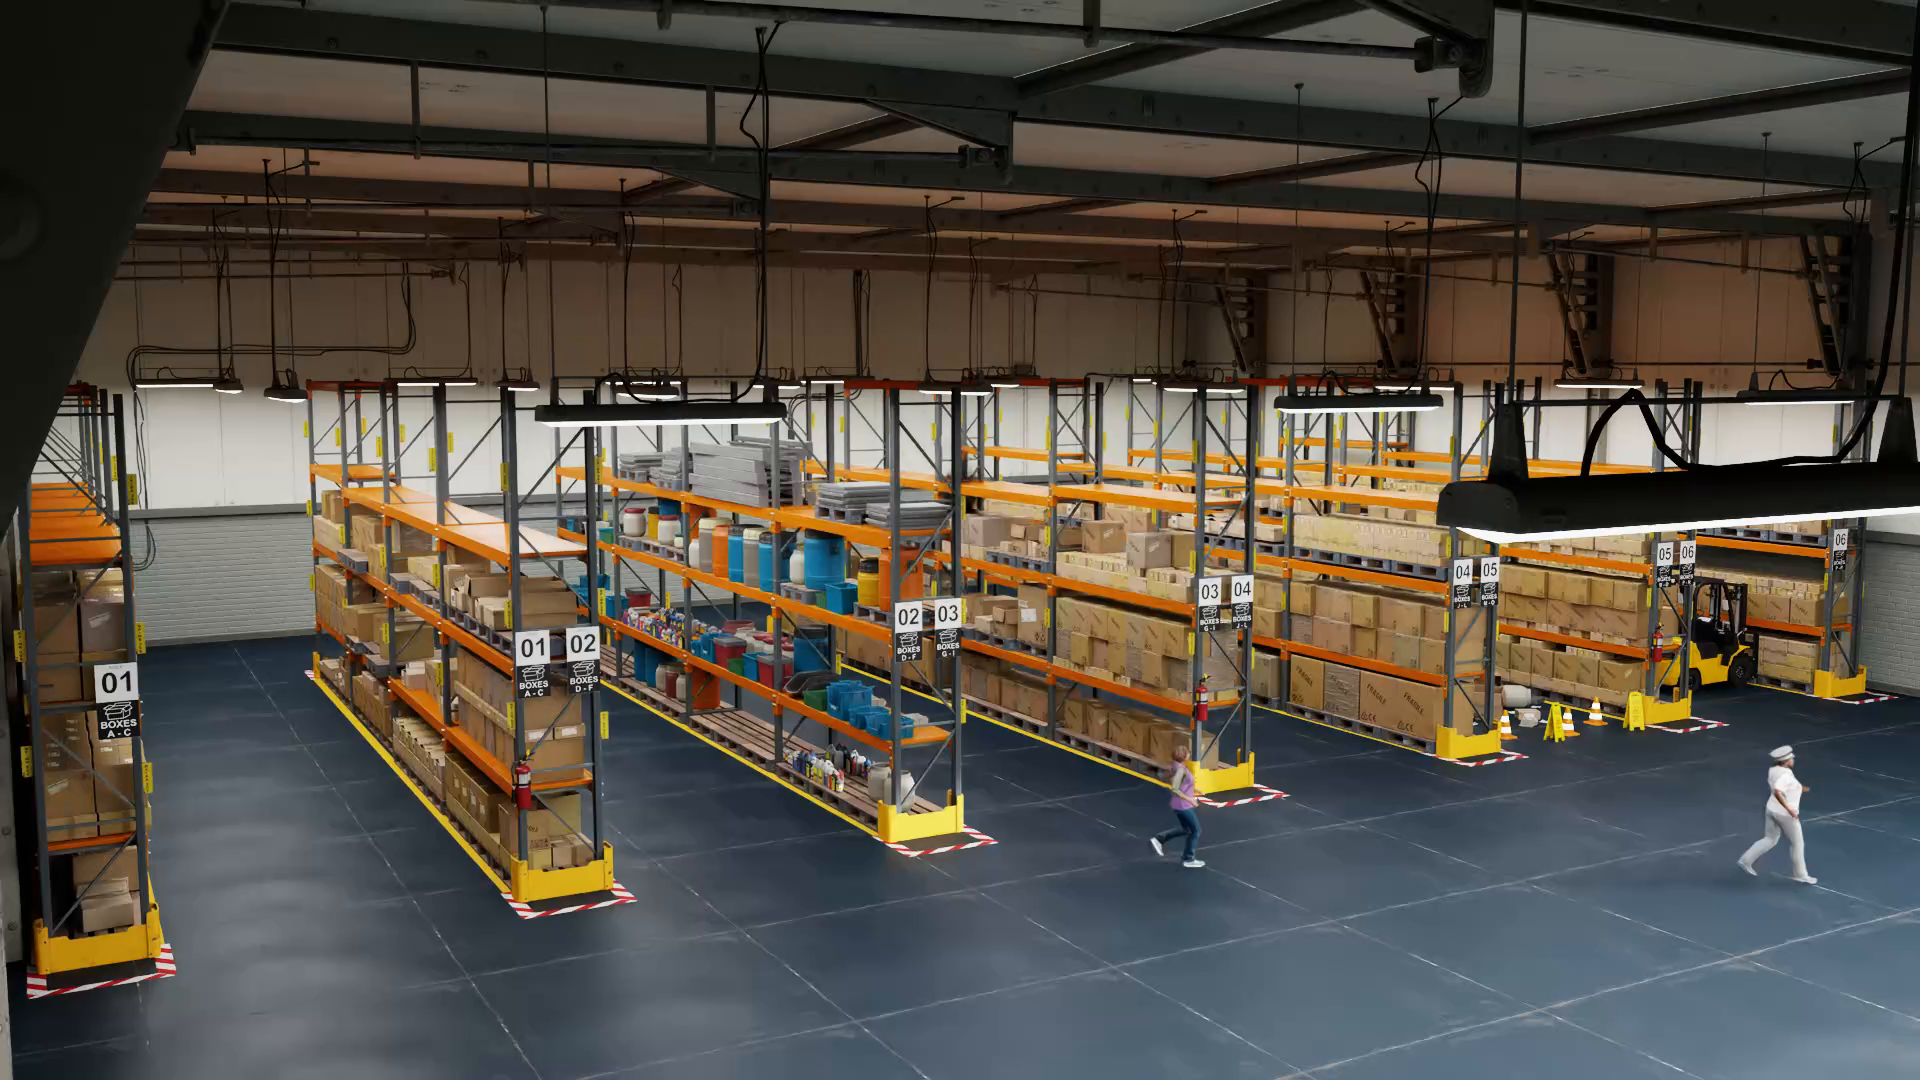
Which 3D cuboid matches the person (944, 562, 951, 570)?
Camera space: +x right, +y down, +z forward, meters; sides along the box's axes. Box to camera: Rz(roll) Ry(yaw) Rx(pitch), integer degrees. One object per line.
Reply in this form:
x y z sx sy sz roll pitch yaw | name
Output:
-0.110 1.018 41.938 0.744 1.798 0.685 -3 7 -23 | person

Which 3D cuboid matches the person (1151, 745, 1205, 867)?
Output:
2.747 3.384 20.878 0.680 1.465 0.542 0 6 1 | person

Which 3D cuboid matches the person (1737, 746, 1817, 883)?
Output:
9.965 3.325 20.175 0.941 1.684 0.575 0 6 -4 | person
